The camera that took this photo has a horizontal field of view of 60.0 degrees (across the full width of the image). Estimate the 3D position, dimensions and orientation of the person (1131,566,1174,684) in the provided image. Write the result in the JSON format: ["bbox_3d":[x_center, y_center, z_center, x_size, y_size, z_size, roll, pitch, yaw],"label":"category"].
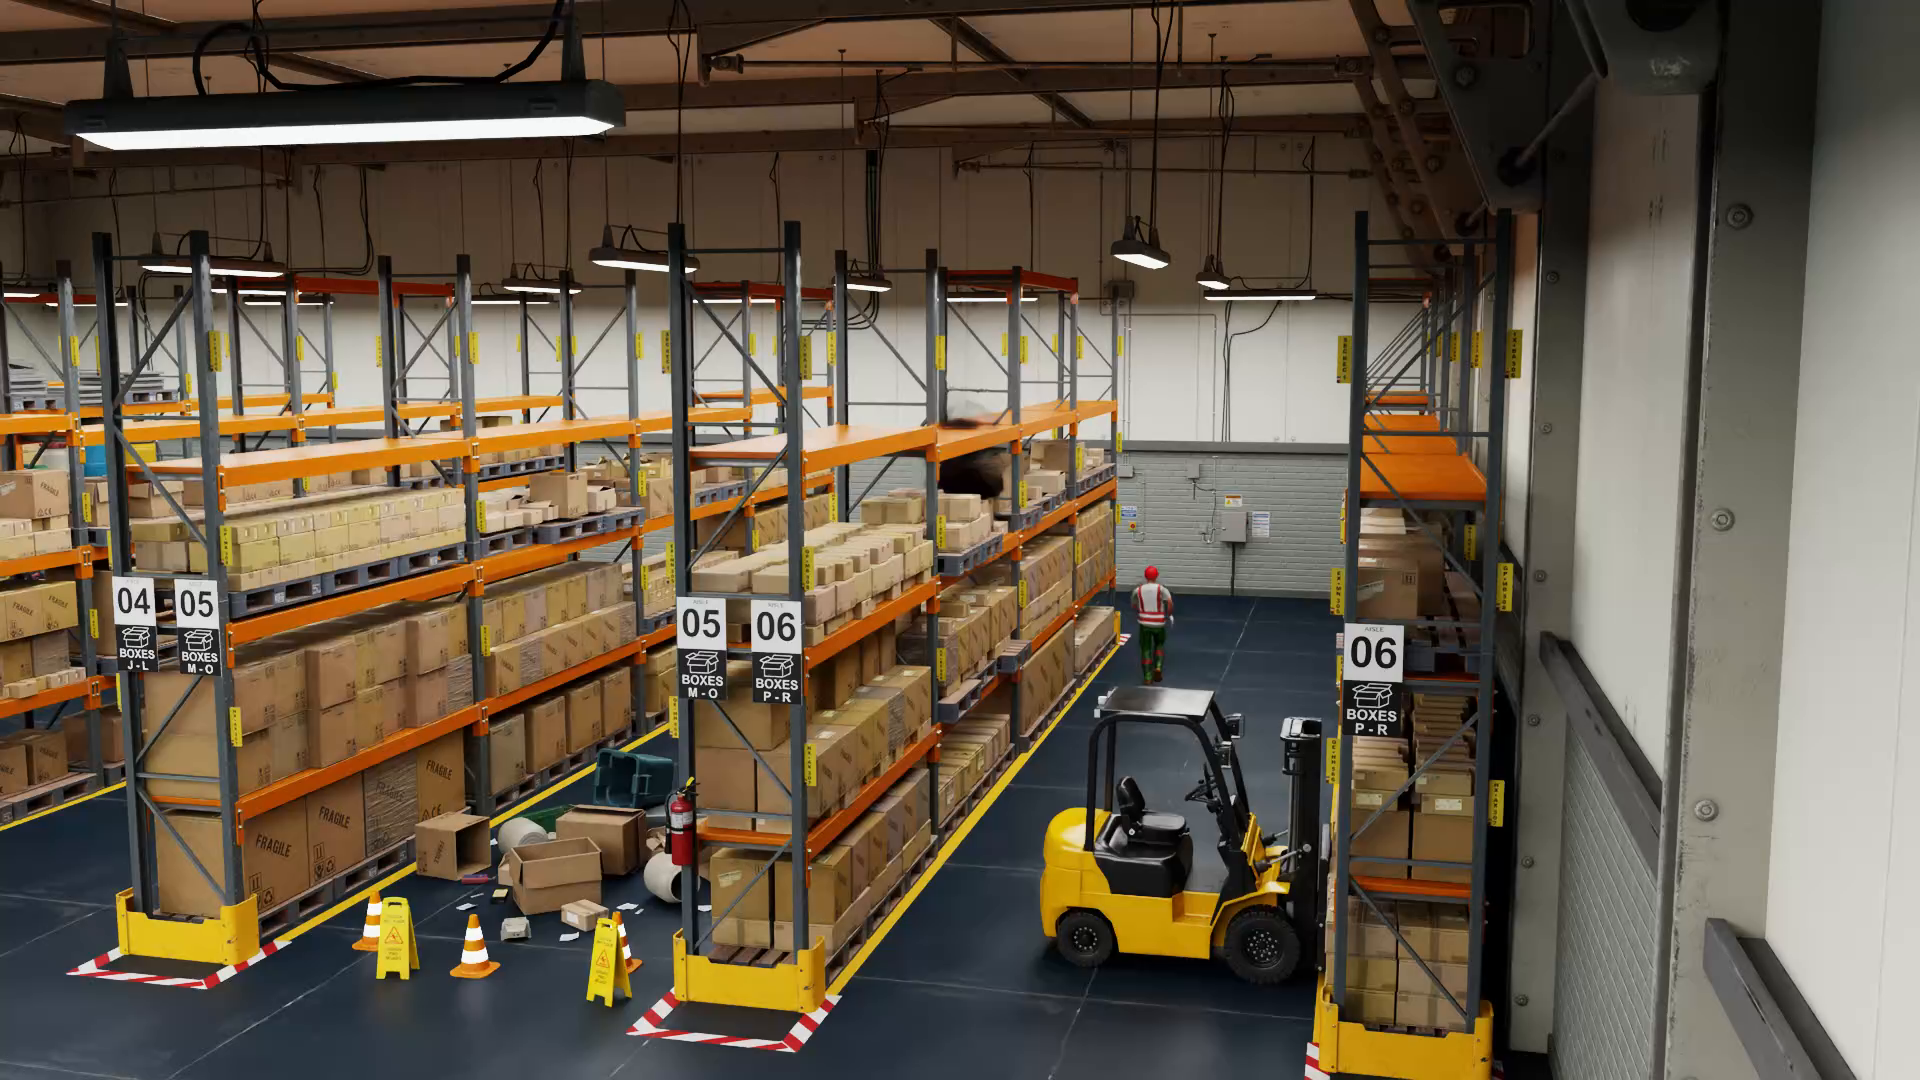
[{"bbox_3d":[2.870,1.257,24.807,0.641,1.775,0.690,1,7,8],"label":"person"}]
